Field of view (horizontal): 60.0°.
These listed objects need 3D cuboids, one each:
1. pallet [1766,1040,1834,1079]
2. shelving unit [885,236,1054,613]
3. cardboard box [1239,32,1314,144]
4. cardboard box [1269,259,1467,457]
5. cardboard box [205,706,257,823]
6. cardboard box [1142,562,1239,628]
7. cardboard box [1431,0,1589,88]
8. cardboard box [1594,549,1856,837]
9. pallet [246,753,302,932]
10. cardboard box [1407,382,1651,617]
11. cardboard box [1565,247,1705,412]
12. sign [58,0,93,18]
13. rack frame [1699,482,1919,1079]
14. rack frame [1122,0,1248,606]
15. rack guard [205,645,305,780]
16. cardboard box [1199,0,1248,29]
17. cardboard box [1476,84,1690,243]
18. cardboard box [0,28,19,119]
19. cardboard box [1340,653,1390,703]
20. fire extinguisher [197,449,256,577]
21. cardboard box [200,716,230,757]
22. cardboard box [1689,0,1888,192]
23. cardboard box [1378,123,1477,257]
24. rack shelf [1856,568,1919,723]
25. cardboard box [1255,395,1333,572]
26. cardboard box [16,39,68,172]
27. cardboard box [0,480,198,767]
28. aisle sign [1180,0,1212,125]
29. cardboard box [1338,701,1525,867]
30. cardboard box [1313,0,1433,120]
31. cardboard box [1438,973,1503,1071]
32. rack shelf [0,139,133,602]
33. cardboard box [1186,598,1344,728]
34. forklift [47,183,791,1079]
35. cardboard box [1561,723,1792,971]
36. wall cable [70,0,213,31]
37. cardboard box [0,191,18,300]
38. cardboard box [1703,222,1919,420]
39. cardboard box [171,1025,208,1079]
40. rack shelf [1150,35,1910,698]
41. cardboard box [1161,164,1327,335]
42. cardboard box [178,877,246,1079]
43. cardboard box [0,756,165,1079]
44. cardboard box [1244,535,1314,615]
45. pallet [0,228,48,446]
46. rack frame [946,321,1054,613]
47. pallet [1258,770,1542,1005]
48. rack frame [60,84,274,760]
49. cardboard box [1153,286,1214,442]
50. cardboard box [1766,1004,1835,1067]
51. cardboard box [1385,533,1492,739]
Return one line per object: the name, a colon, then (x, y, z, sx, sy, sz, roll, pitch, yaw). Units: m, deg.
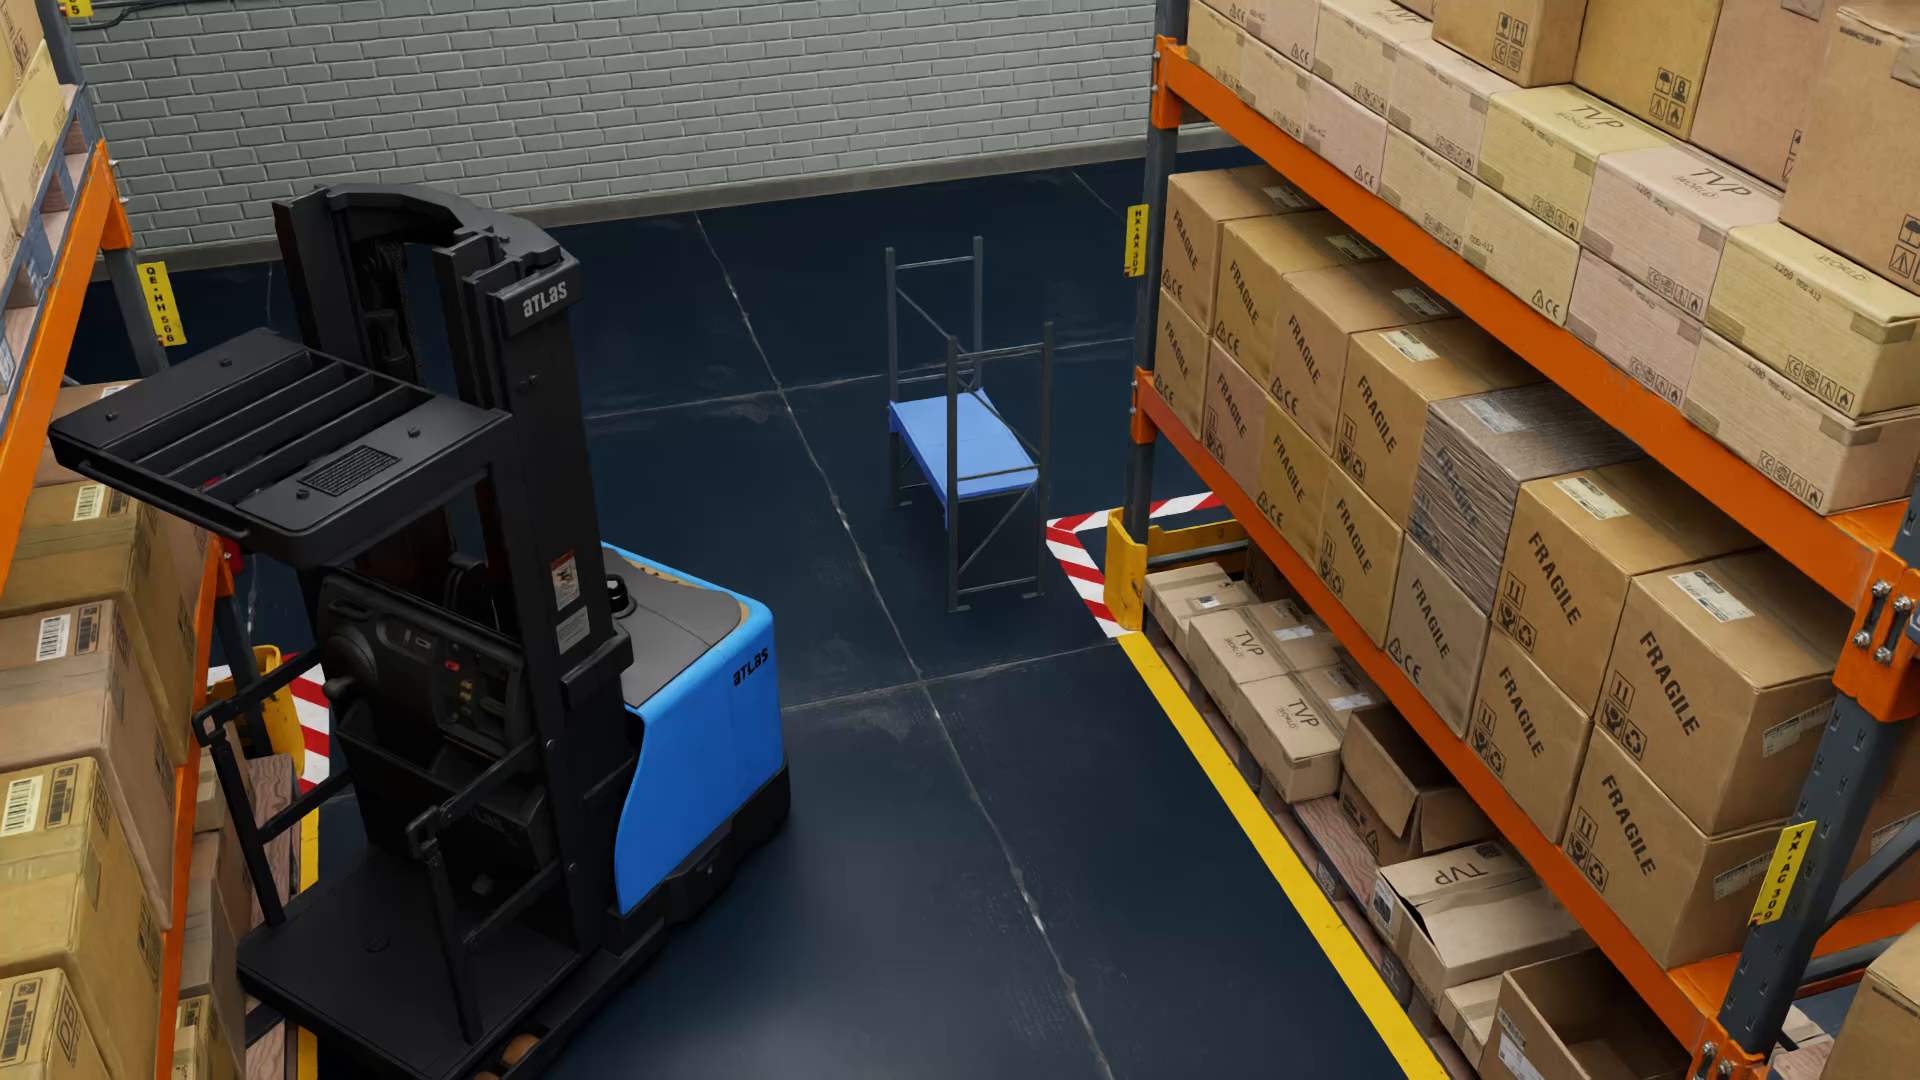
pallet: (2.643, 1.593, 3.793, 1.003, 0.211, 1.213, -10, 35, -15)
shelving unit: (0.026, -0.581, 8.269, 0.538, 1.500, 1.048, -10, 35, -15)
cardboard box: (1.338, -1.637, 5.922, 0.500, 0.250, 0.500, -10, 35, -15)
cardboard box: (1.482, -0.670, 6.046, 0.500, 0.500, 0.500, -10, 35, -14)
cardboard box: (-3.125, 1.028, 6.360, 0.700, 0.500, 0.500, -10, 35, -15)
cardboard box: (1.084, 0.258, 7.826, 0.380, 0.149, 0.250, -10, 35, -15)
cardboard box: (1.845, -1.669, 4.837, 0.700, 0.500, 0.500, -10, 35, -15)
cardboard box: (2.103, 0.394, 4.436, 0.500, 0.500, 0.500, -10, 35, -14)
pallet: (-3.115, 1.380, 6.471, 1.003, 0.211, 1.213, -10, 35, -15)
cardboard box: (1.790, -0.139, 5.242, 0.500, 0.500, 0.500, -10, 35, -14)
cardboard box: (1.959, -0.589, 4.336, 0.500, 0.250, 0.500, -10, 35, -15)
sign: (-2.912, -1.862, 5.395, 0.100, 0.325, 0.005, -10, 35, -15)
rack frame: (2.503, 1.075, 4.403, 1.000, 3.000, 0.127, -10, 35, -15)
rack frame: (1.283, -1.025, 7.581, 1.000, 3.000, 0.127, -10, 35, -15)
rack guard: (-3.441, 0.840, 7.026, 1.175, 0.500, 0.348, -10, 35, -15)
cardboard box: (1.192, -2.109, 6.183, 0.500, 0.250, 0.500, -10, 35, -15)
cardboard box: (1.797, -1.058, 4.593, 0.500, 0.250, 0.500, -10, 35, -15)
cardboard box: (-2.808, -1.306, 4.269, 0.500, 0.500, 0.500, -9, 35, -13)
cardboard box: (1.945, 0.686, 7.086, 0.500, 0.250, 0.500, -10, 35, -15)
fire extinguisher: (-3.040, -0.159, 6.679, 0.296, 0.674, 0.183, -10, 35, -15)
cardboard box: (-2.912, 0.794, 6.126, 0.380, 0.149, 0.250, -10, 35, -15)
cardboard box: (2.301, -1.171, 4.083, 0.700, 0.500, 0.500, -10, 35, -15)
cardboard box: (1.651, -1.114, 5.130, 0.500, 0.250, 0.500, -10, 35, -15)
rack shelf: (3.113, 1.173, 2.185, 1.077, 0.370, 4.000, -10, 35, -15)
cardboard box: (1.480, -0.256, 6.326, 0.500, 0.500, 0.500, -10, 35, -15)
cardboard box: (-2.957, -1.256, 4.874, 0.500, 0.250, 0.500, -9, 35, -13)
cardboard box: (-3.036, 0.331, 5.257, 0.980, 0.700, 0.700, -10, 35, -15)
aisle sign: (0.983, -2.097, 6.844, 0.394, 0.787, 0.004, -10, 35, -15)
cardboard box: (1.925, 0.947, 6.461, 0.797, 0.503, 0.637, -10, 35, -15)
cardboard box: (1.496, -1.584, 5.389, 0.500, 0.250, 0.500, -10, 35, -15)
cardboard box: (1.888, 1.642, 5.731, 0.380, 0.149, 0.250, -10, 35, -15)
rack shelf: (-2.823, -0.092, 4.100, 1.077, 0.370, 4.000, -10, 35, -15)
cardboard box: (1.331, 0.534, 7.316, 0.500, 0.250, 0.500, -10, 35, -15)
forklift: (-1.908, 0.480, 5.365, 1.130, 2.935, 3.031, 19, 38, 26)
cardboard box: (2.106, 0.814, 4.707, 0.500, 0.500, 0.500, -9, 35, -14)
wall cable: (-4.818, -4.428, 10.104, 3.097, 2.526, 0.112, -10, 35, -15)
cardboard box: (-2.634, -0.711, 4.049, 0.500, 0.250, 0.500, -11, 35, -16)
cardboard box: (2.096, -0.532, 3.797, 0.500, 0.250, 0.500, -10, 35, -15)
cardboard box: (-2.434, 1.612, 4.887, 0.380, 0.149, 0.250, -11, 35, -16)
rack shelf: (1.893, -0.927, 5.363, 1.077, 0.370, 4.000, -10, 35, -15)
cardboard box: (1.167, -1.207, 6.858, 0.500, 0.500, 0.500, -9, 35, -13)
cardboard box: (-2.818, 1.555, 5.563, 0.700, 0.500, 0.500, -11, 35, -16)
cardboard box: (-2.581, 1.113, 4.073, 0.980, 0.700, 0.700, -11, 35, -16)
cardboard box: (1.684, 0.078, 7.780, 0.500, 0.500, 0.500, -10, 35, -15)
pallet: (-2.821, -0.376, 3.957, 1.003, 0.211, 1.213, -10, 35, -15)
rack frame: (0.181, -0.314, 7.865, 0.500, 1.500, 0.032, -10, 35, -15)
pallet: (1.919, 1.236, 6.689, 1.003, 0.211, 1.213, -10, 35, -15)
rack frame: (-3.433, -0.190, 6.317, 1.000, 3.000, 0.127, -10, 35, -15)
cardboard box: (1.167, -0.790, 7.134, 0.500, 0.500, 0.500, -9, 35, -14)
cardboard box: (2.581, 1.756, 5.411, 0.500, 0.311, 0.500, -10, 35, -15)
cardboard box: (1.789, 0.274, 5.524, 0.500, 0.500, 0.500, -9, 35, -14)
